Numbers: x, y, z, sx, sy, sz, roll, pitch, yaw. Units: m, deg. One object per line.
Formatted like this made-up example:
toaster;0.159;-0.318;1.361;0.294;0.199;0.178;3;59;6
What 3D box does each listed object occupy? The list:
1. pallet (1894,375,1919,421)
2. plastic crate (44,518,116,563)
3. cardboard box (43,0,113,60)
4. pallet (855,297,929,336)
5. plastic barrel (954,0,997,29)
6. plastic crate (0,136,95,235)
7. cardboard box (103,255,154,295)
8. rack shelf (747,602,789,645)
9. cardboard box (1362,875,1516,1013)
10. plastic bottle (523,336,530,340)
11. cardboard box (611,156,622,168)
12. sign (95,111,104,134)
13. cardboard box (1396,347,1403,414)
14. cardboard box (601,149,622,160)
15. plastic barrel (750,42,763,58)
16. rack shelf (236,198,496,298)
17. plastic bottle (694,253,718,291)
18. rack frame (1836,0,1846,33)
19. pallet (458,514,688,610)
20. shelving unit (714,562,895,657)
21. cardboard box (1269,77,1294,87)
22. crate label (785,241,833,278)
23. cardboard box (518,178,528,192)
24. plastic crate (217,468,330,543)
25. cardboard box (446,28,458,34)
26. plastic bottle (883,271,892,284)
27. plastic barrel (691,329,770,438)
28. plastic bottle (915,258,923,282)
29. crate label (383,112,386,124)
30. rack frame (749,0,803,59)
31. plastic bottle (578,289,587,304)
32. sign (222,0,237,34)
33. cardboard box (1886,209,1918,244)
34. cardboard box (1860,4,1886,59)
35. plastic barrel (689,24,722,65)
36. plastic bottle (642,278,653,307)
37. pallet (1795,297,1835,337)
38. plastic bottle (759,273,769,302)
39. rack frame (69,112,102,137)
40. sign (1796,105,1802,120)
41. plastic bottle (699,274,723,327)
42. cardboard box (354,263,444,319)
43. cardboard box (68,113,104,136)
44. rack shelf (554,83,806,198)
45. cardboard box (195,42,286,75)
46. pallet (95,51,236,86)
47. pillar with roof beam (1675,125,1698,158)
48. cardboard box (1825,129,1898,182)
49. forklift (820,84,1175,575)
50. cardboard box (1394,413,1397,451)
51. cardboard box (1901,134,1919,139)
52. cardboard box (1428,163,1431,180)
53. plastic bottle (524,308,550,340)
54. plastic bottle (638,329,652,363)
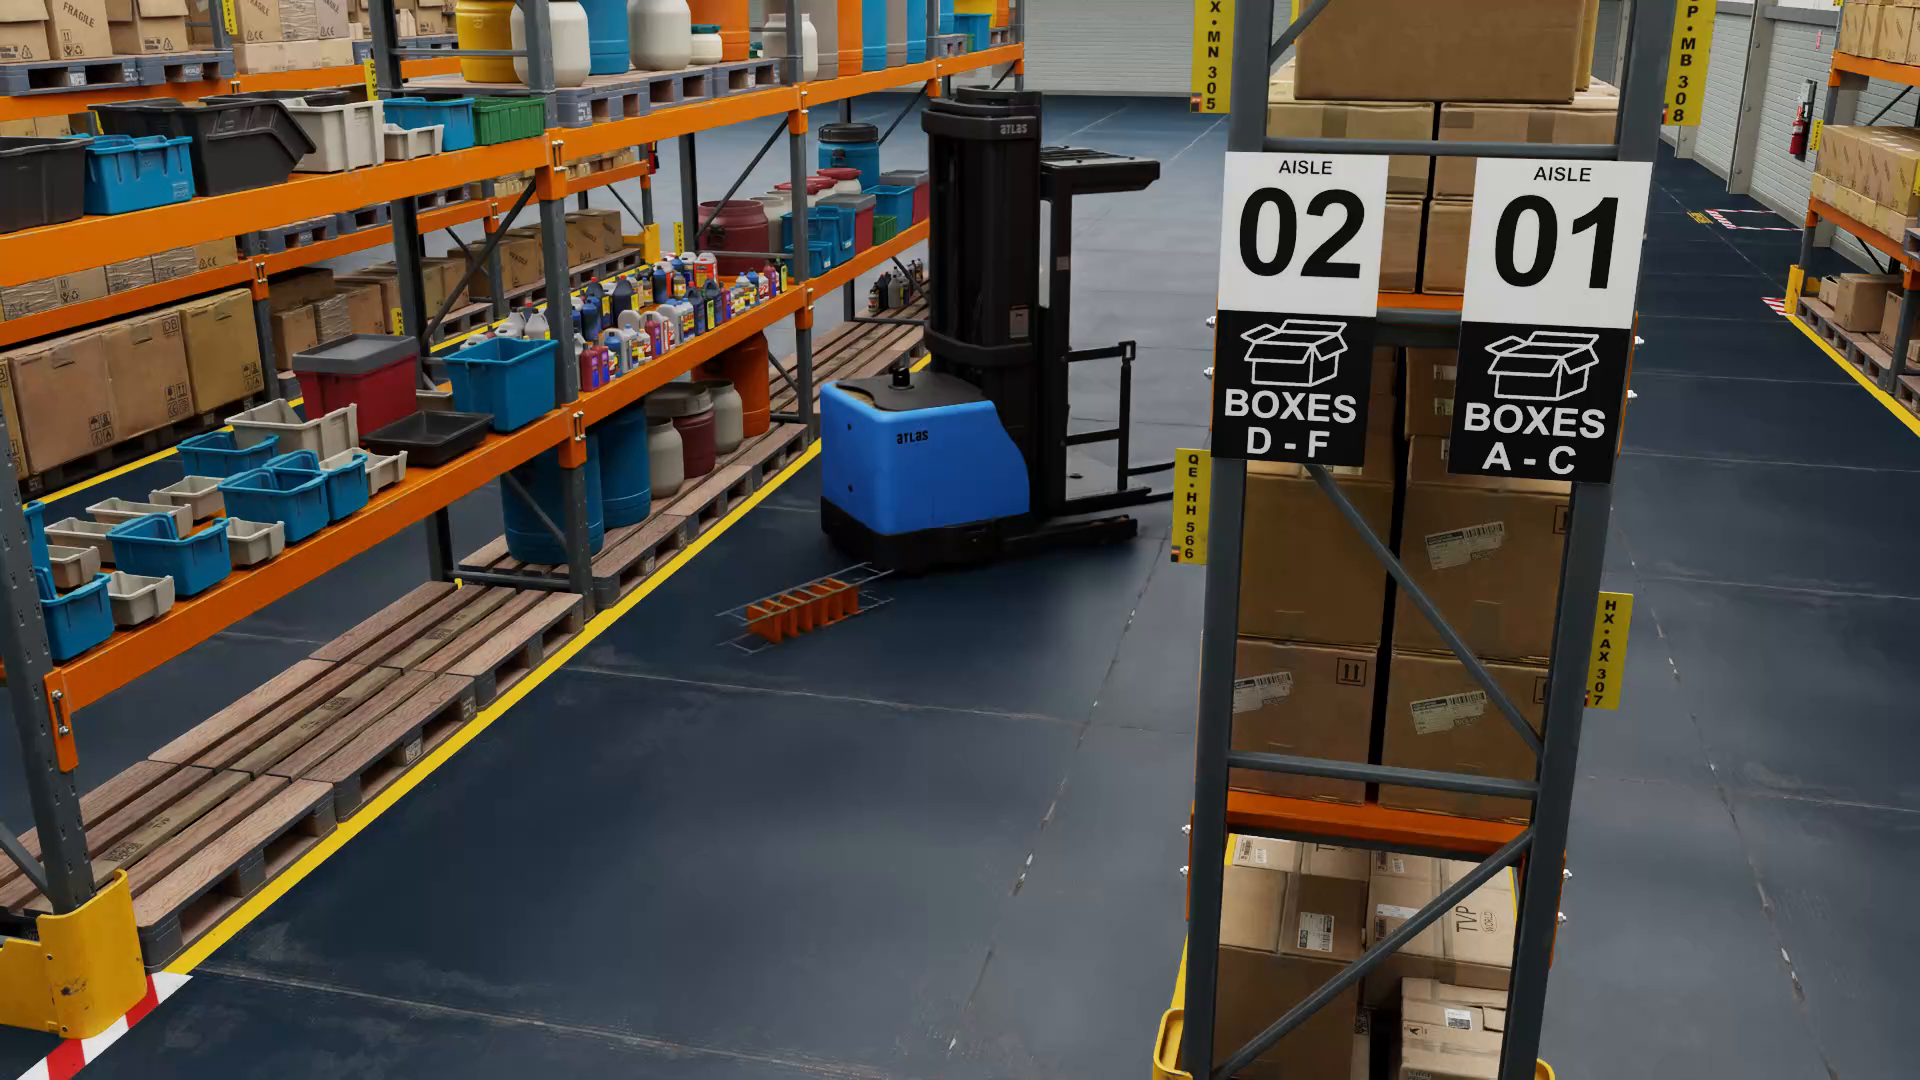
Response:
pallet;8.712;-1.149;14.226;1.003;0.211;1.213;5;19;13
plastic crate;-3.530;0.002;6.855;0.396;0.136;0.243;5;19;13
cardboard box;-6.691;-3.824;12.298;0.500;0.500;0.500;6;20;16
pallet;-0.502;-2.383;17.838;1.003;0.211;1.213;5;19;13
plastic barrel;0.116;-6.089;18.793;0.600;0.588;0.600;0;19;0
plastic crate;-3.274;-1.191;5.594;0.497;0.269;0.590;5;19;13
cardboard box;-6.618;-2.187;12.796;0.500;0.500;0.500;4;19;12
rack shelf;-1.104;0.471;9.514;0.258;0.180;0.103;17;26;40
cardboard box;1.694;1.446;5.886;0.500;0.250;0.500;5;19;13
plastic bottle;-2.663;-1.154;10.232;0.097;0.201;0.097;0;19;0
cardboard box;-4.474;-4.755;20.857;0.380;0.149;0.250;5;19;13
sign;-9.766;-4.781;18.875;0.100;0.325;0.005;5;19;13
cardboard box;2.146;-0.777;7.119;0.500;0.500;0.500;4;19;12
cardboard box;-4.699;-4.992;20.548;0.875;0.500;0.500;5;19;13
plastic barrel;-1.599;-4.013;13.869;0.301;0.262;0.301;0;19;0
rack shelf;-5.998;-2.919;16.207;1.077;0.370;4.000;5;19;13
plastic bottle;-1.955;-2.061;12.773;0.152;0.276;0.135;5;19;13
rack frame;9.878;-6.806;17.191;1.000;3.000;0.127;5;19;13
pallet;-2.432;0.093;10.589;1.003;0.211;1.213;5;19;13
shelving unit;-0.889;0.394;9.732;0.258;0.189;1.200;17;26;40
cardboard box;1.164;-1.265;5.068;0.500;0.250;0.500;5;19;13
crate label;-1.217;-2.265;13.437;0.303;0.233;0.416;5;19;13
cardboard box;-5.057;-3.969;18.557;0.380;0.149;0.250;5;19;13
plastic crate;-2.937;-0.148;7.145;0.416;0.233;0.300;5;19;13
cardboard box;-5.151;-5.356;17.819;0.500;0.250;0.500;4;19;11
plastic bottle;-0.782;-2.735;17.972;0.144;0.351;0.185;4;19;11
plastic barrel;-1.787;-1.259;12.940;0.600;0.830;0.708;5;19;13
plastic bottle;-0.474;-3.123;19.230;0.097;0.271;0.097;0;19;0
crate label;-3.061;-2.152;8.615;0.293;0.136;0.466;5;19;13
rack frame;-1.684;-5.081;12.141;1.000;3.000;0.127;5;19;13
plastic bottle;-2.564;-1.546;11.252;0.061;0.283;0.133;5;19;13
sign;-5.950;-4.288;13.539;0.100;0.325;0.005;5;19;13
cardboard box;8.722;-2.824;15.016;0.500;0.250;0.500;5;19;14
cardboard box;9.265;-5.030;16.446;0.500;0.500;0.500;6;20;16
plastic barrel;-1.804;-3.447;11.562;0.301;0.262;0.301;0;19;0
plastic bottle;-2.303;-1.817;12.173;0.097;0.201;0.097;0;19;0
pallet;9.626;-2.372;17.805;1.003;0.211;1.213;5;19;13
plastic bottle;-1.471;-1.880;12.359;0.097;0.201;0.097;0;19;0
rack frame;-10.294;-4.310;19.166;1.000;3.000;0.127;5;19;13
sign;12.887;-6.513;25.561;0.001;0.329;0.234;5;19;13
plastic bottle;-1.727;-1.653;11.463;0.144;0.351;0.185;5;19;13
cardboard box;-5.815;-2.573;17.267;0.700;0.500;0.500;5;19;13
cardboard box;-10.171;-5.005;19.297;0.875;0.550;0.550;5;19;13
rack shelf;-2.172;-2.694;10.907;1.077;0.370;4.000;5;19;13
cardboard box;-6.125;-4.109;14.167;0.500;0.250;0.500;5;19;14
pallet;-6.592;-3.757;13.198;1.213;0.211;1.003;6;20;16
pillar with roof beam;10.769;-12.500;33.862;9.100;9.000;0.400;5;19;13
cardboard box;9.339;-3.980;17.241;0.500;0.500;0.500;5;19;14
forklift;0.618;-1.485;11.001;3.031;2.935;1.130;-9;21;-26
cardboard box;2.143;-0.304;7.284;0.500;0.500;0.500;5;20;15
cardboard box;9.714;-3.776;16.644;0.500;0.500;0.500;4;19;12
cardboard box;1.671;-0.987;5.028;0.500;0.250;0.500;5;19;13
plastic bottle;-2.614;-1.267;10.334;0.144;0.351;0.185;5;19;13
plastic bottle;-1.987;-1.219;10.423;0.097;0.201;0.097;0;19;0
